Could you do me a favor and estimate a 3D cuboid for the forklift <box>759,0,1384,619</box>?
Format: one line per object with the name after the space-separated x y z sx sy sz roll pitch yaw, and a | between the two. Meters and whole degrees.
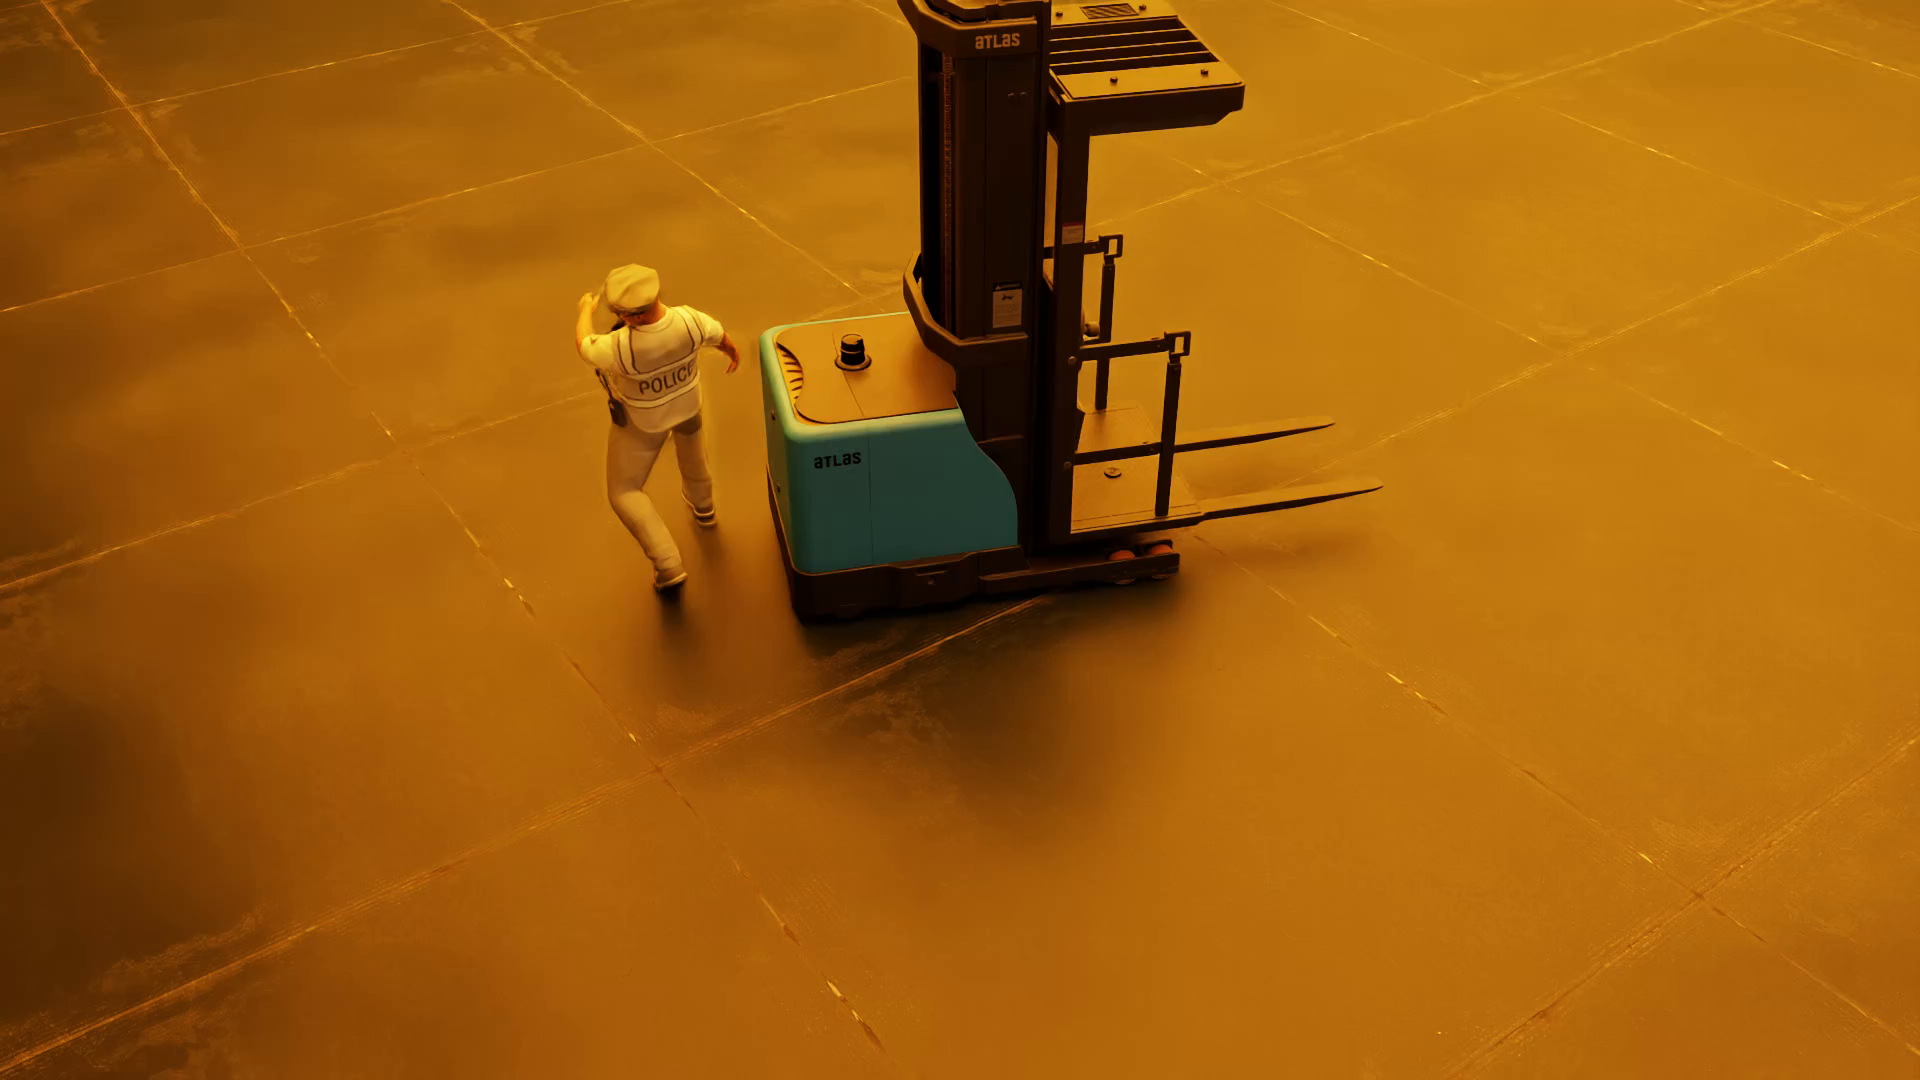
0.594 -1.261 7.650 3.031 2.935 1.130 -8 37 -11 | forklift

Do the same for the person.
-1.417 -0.703 8.007 0.895 1.628 0.868 29 45 33 | person
